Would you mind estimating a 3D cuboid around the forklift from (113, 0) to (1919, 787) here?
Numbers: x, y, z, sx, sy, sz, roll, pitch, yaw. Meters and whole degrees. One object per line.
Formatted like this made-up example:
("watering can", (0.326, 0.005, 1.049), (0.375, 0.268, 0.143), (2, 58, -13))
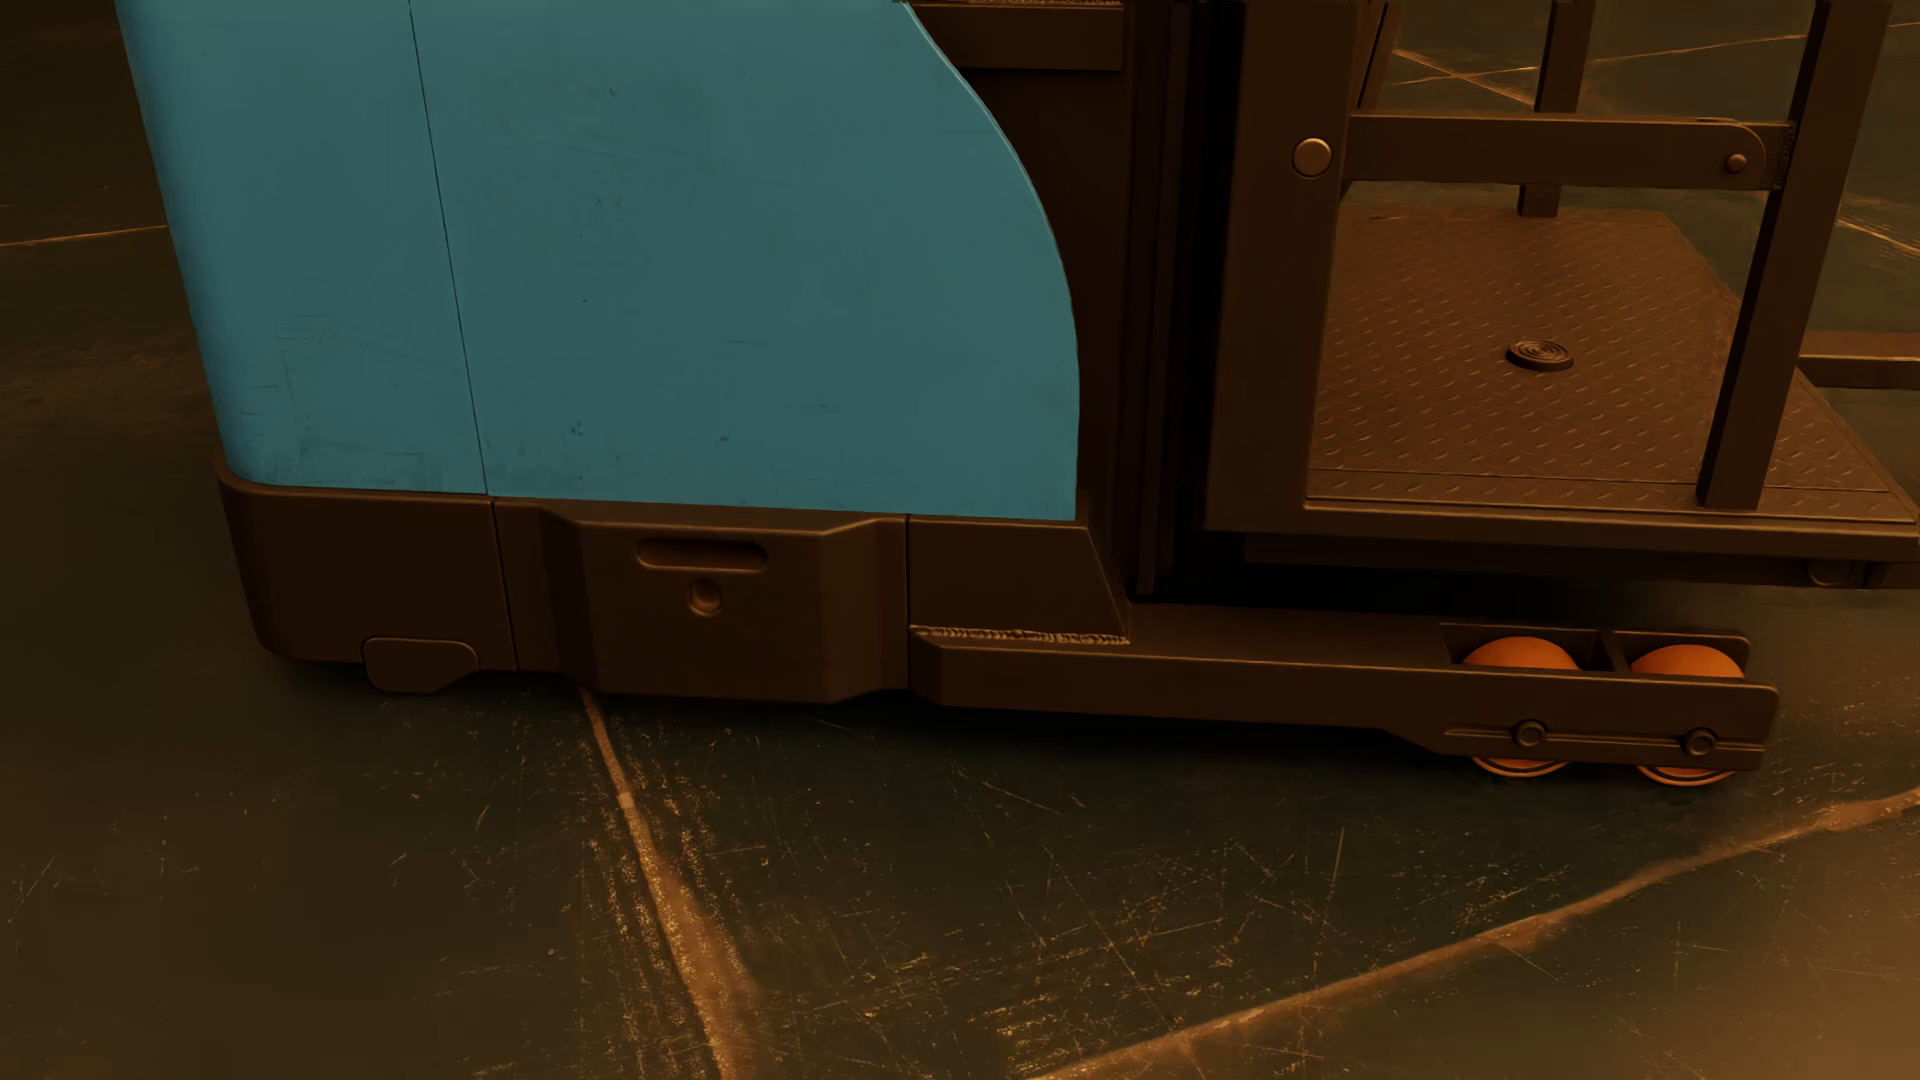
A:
("forklift", (0.628, -1.256, 1.744), (3.031, 2.935, 1.130), (3, 30, 4))
